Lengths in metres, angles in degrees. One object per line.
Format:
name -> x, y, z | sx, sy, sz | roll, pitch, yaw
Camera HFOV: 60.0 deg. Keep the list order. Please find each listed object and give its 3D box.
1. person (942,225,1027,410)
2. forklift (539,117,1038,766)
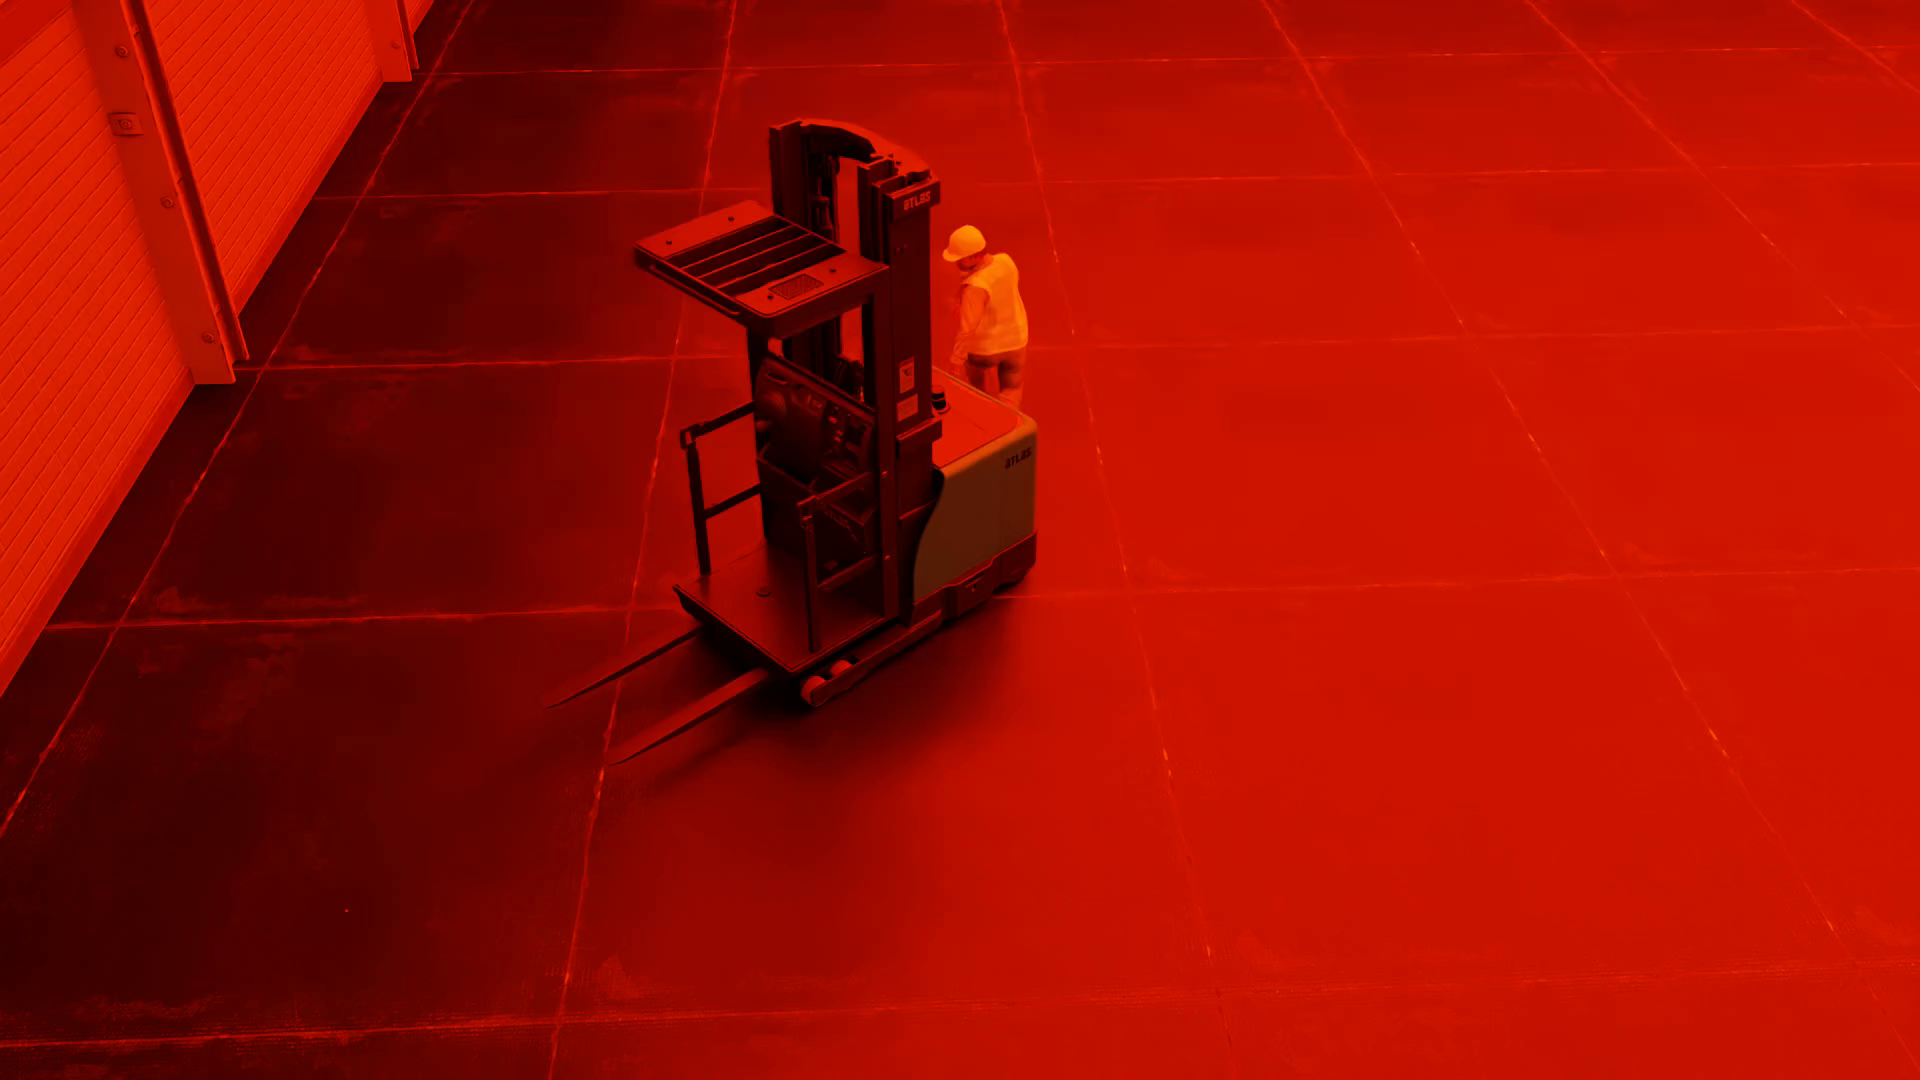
person -> 0.151, -1.349, 11.081 | 0.626, 1.552, 0.867 | -12, 38, -16
forklift -> -0.941, -0.608, 8.845 | 3.031, 2.935, 1.130 | -30, 45, -34
